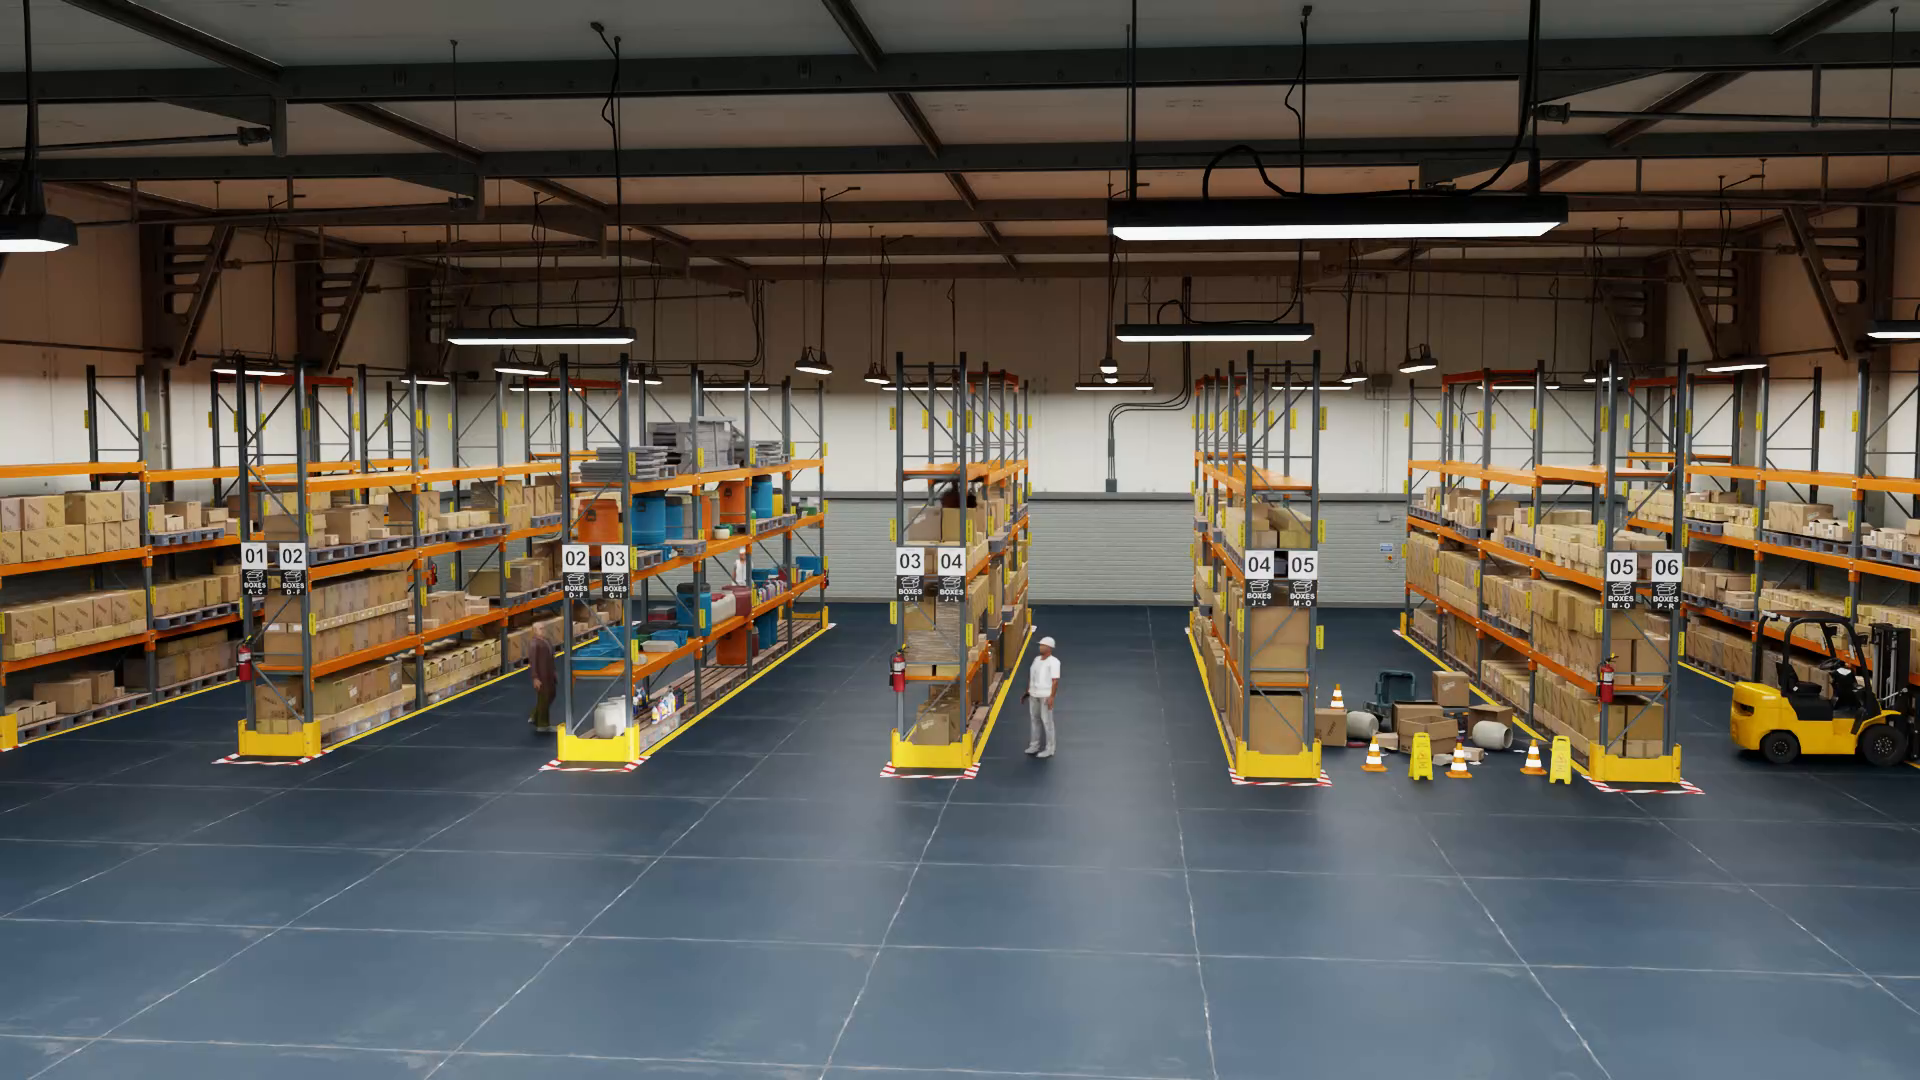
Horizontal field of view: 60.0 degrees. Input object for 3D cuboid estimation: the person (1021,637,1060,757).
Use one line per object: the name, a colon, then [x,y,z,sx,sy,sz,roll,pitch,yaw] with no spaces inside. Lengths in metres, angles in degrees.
person: [1.214,2.340,24.977,0.448,1.762,0.631,-4,5,-41]

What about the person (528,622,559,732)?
person: [-6.713,2.204,26.787,0.524,1.784,0.612,-1,4,-10]

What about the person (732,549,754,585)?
person: [-5.512,1.101,42.194,0.599,1.733,1.021,0,4,-1]
